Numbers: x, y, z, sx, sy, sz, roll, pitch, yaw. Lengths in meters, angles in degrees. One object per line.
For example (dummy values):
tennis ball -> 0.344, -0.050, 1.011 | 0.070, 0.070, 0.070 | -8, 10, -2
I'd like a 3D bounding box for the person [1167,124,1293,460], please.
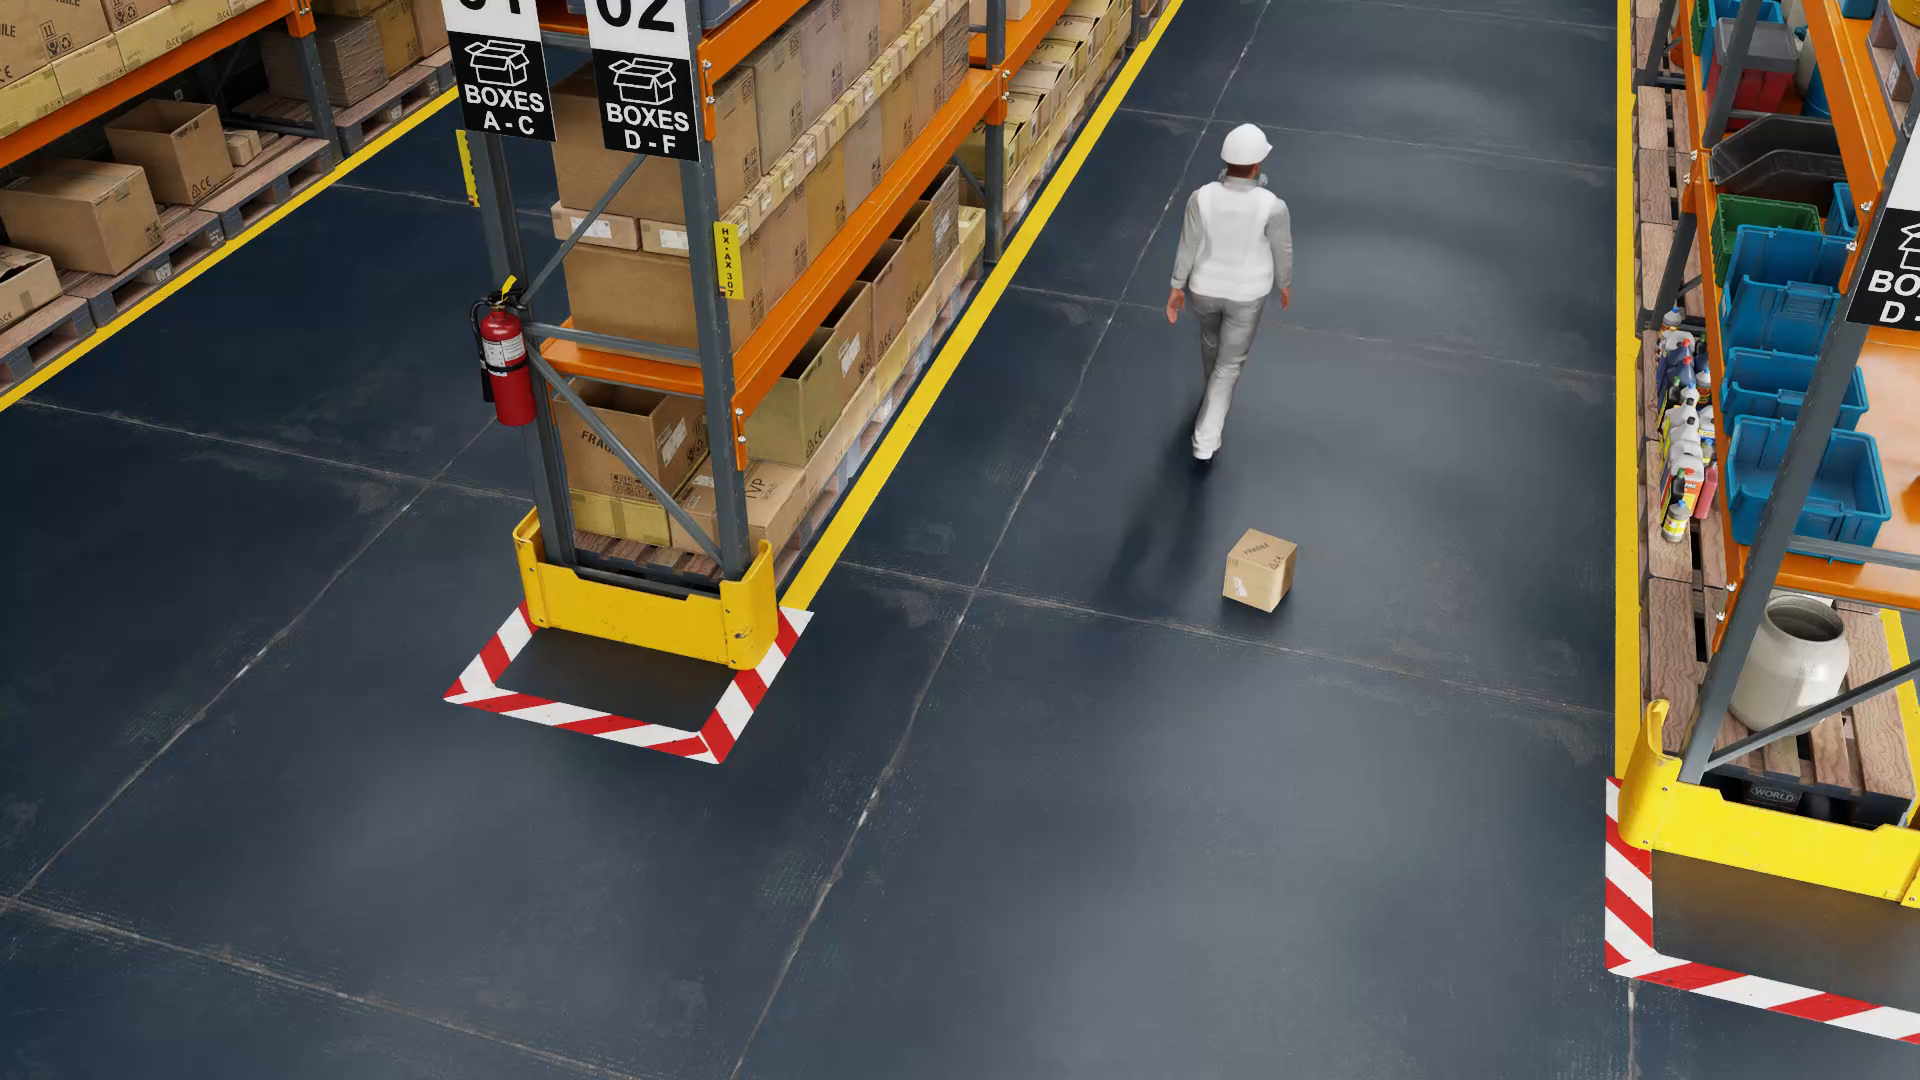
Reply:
person -> 1.433, -1.348, 8.688 | 0.575, 1.725, 1.059 | 16, 40, 20
